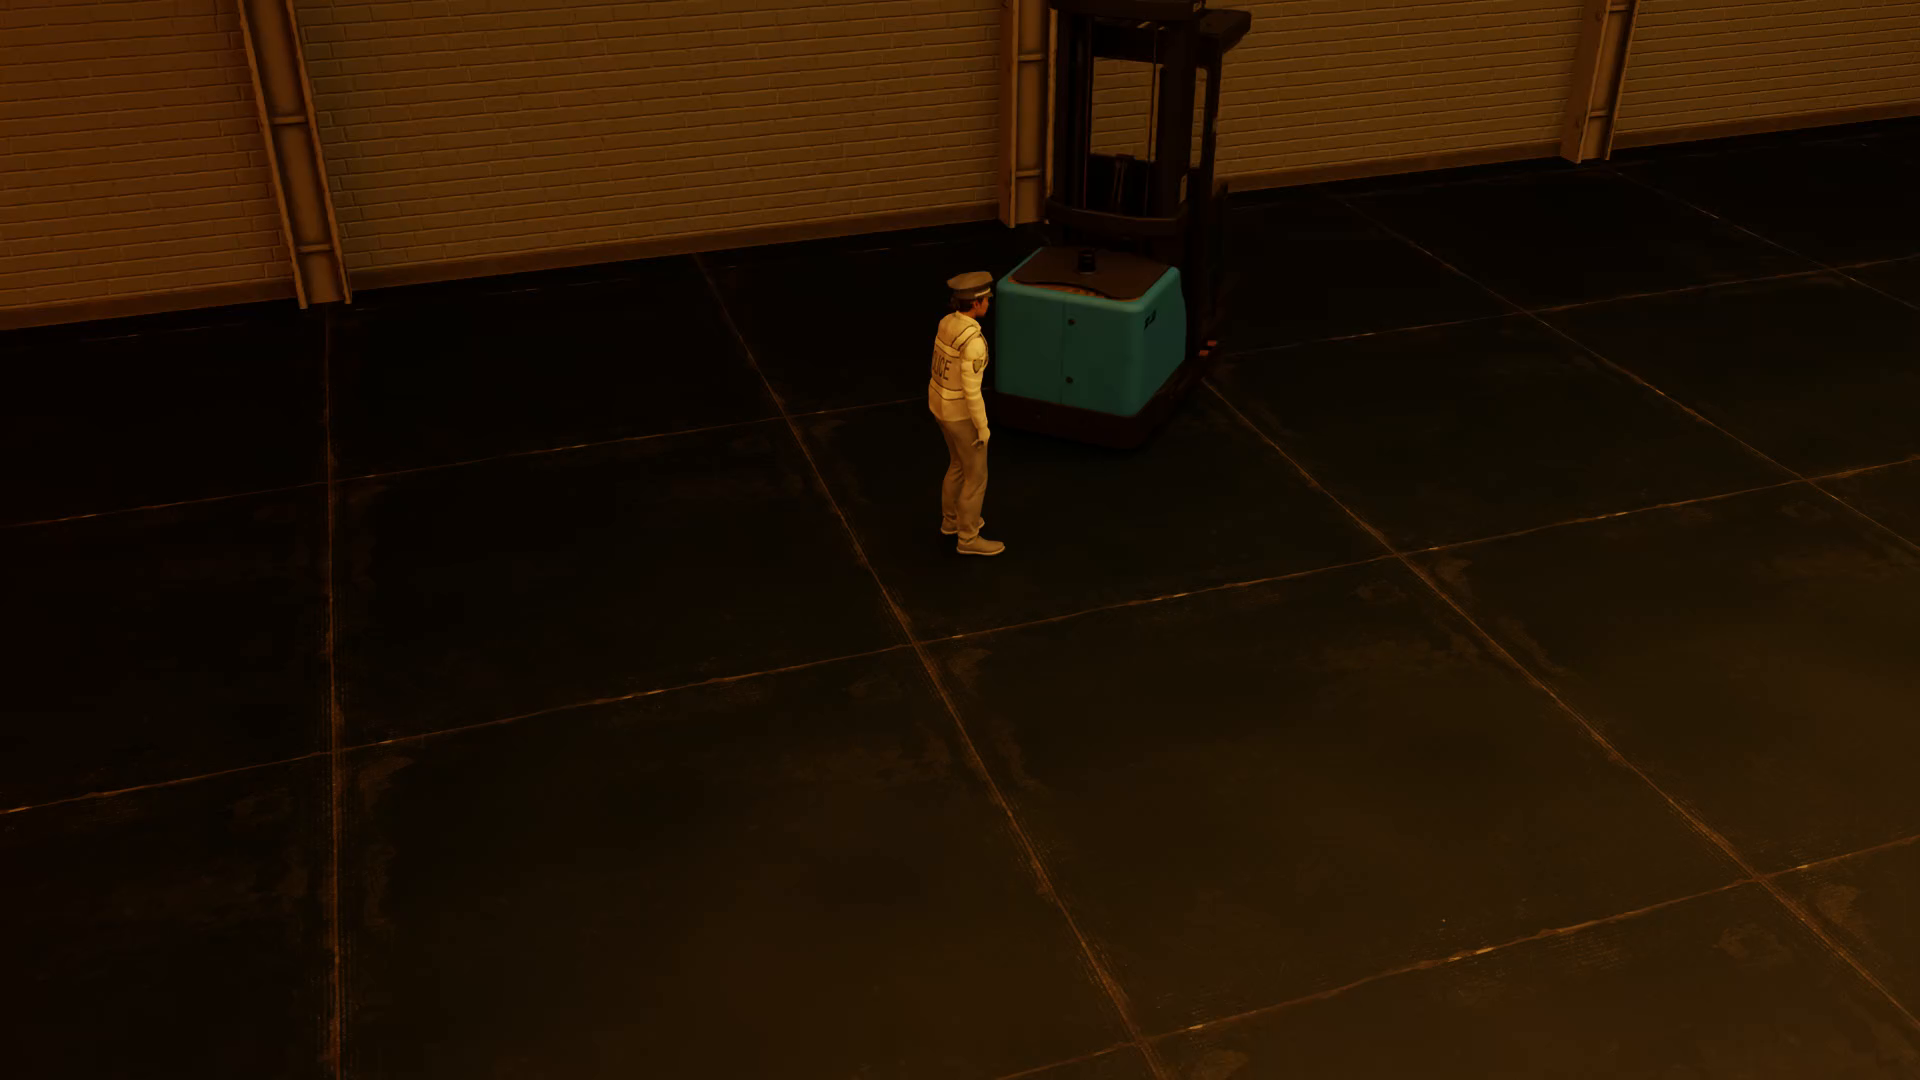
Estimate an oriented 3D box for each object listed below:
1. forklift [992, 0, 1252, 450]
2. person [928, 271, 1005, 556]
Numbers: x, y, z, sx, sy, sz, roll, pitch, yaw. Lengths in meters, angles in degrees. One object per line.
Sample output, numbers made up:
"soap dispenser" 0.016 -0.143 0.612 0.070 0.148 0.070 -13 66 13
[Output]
"forklift" 1.293 -2.576 11.564 1.130 2.935 3.031 13 32 21
"person" 0.023 -0.732 9.633 0.373 1.662 0.542 -11 32 -19
